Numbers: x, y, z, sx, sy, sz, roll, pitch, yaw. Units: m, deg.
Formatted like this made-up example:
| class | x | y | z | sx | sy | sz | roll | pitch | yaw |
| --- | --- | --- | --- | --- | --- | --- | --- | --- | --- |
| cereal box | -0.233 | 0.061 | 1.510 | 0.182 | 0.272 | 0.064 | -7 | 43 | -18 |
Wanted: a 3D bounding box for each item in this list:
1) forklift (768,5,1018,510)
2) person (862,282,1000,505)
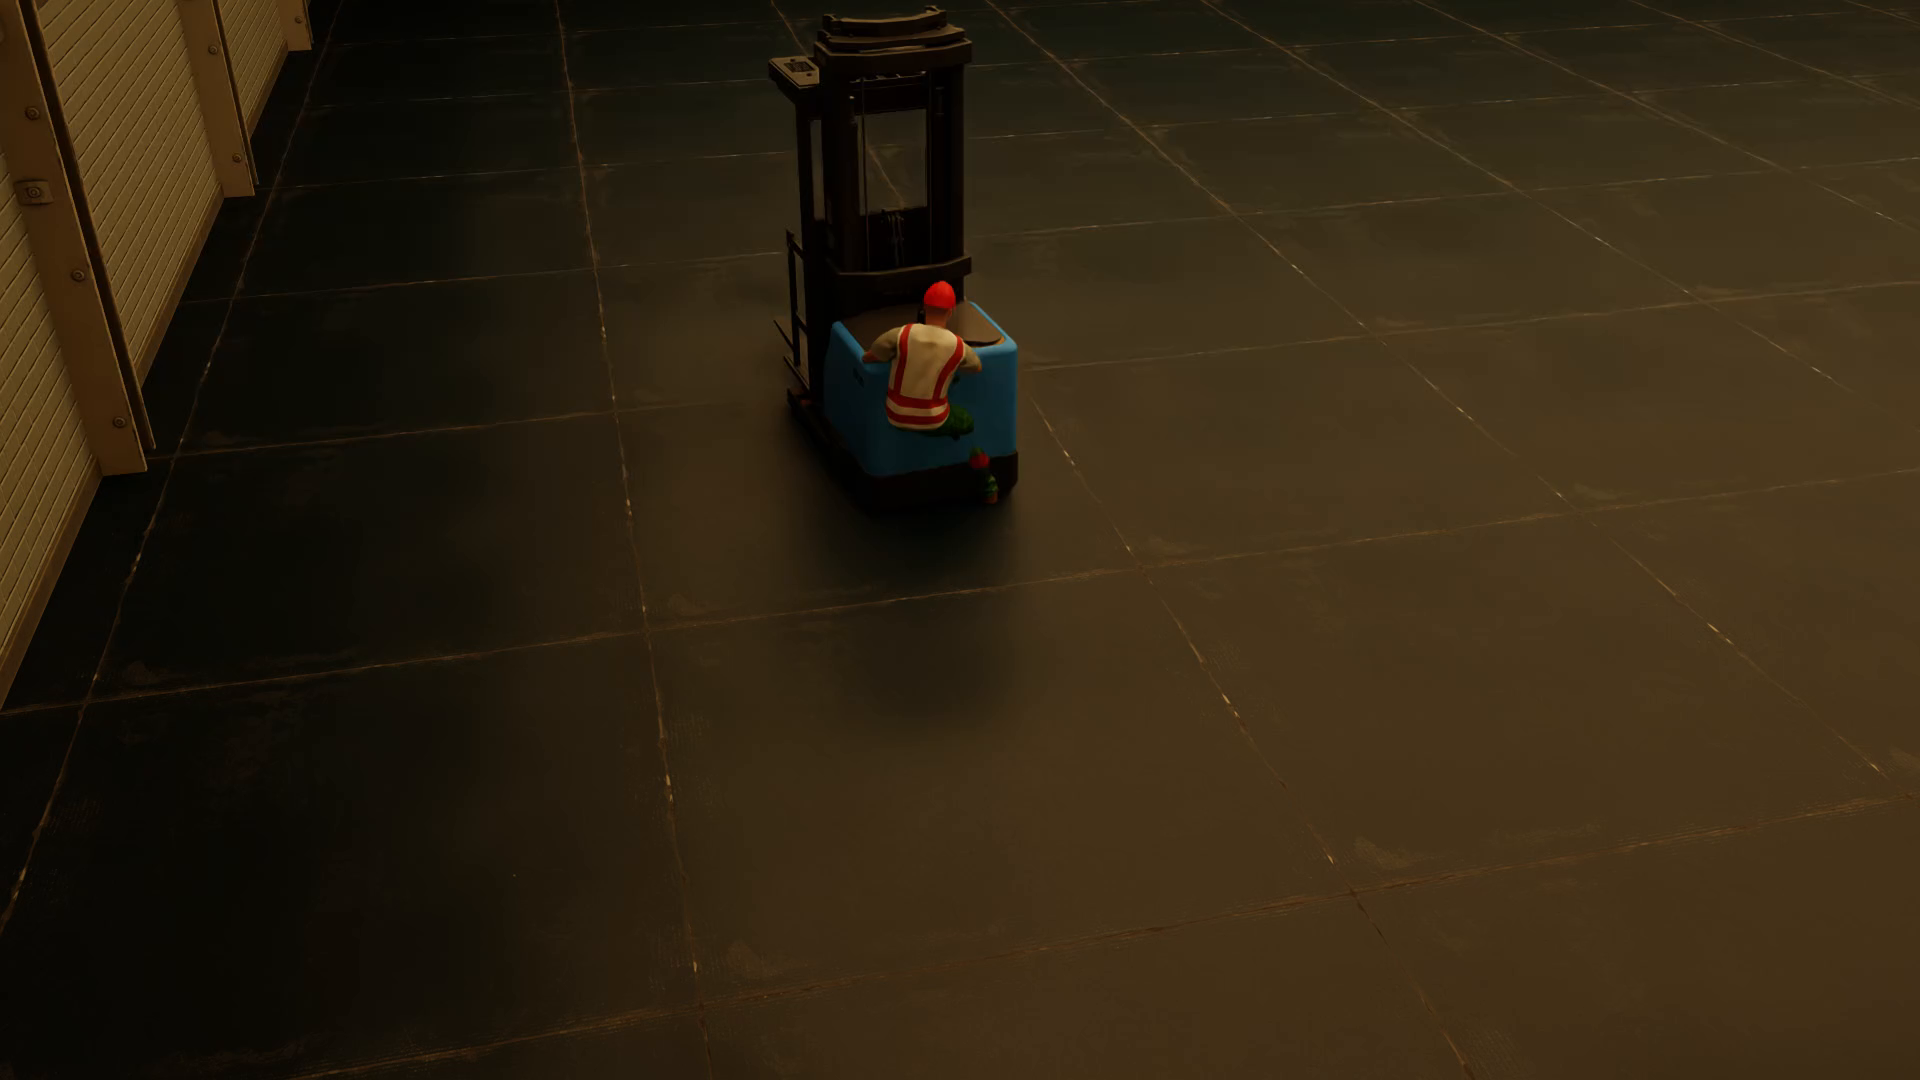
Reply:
| class | x | y | z | sx | sy | sz | roll | pitch | yaw |
| --- | --- | --- | --- | --- | --- | --- | --- | --- | --- |
| forklift | -0.614 | -2.184 | 11.348 | 1.130 | 2.935 | 3.031 | -11 | 32 | -18 |
| person | -0.186 | -0.948 | 10.572 | 0.902 | 1.585 | 0.789 | 2 | 30 | 3 |
